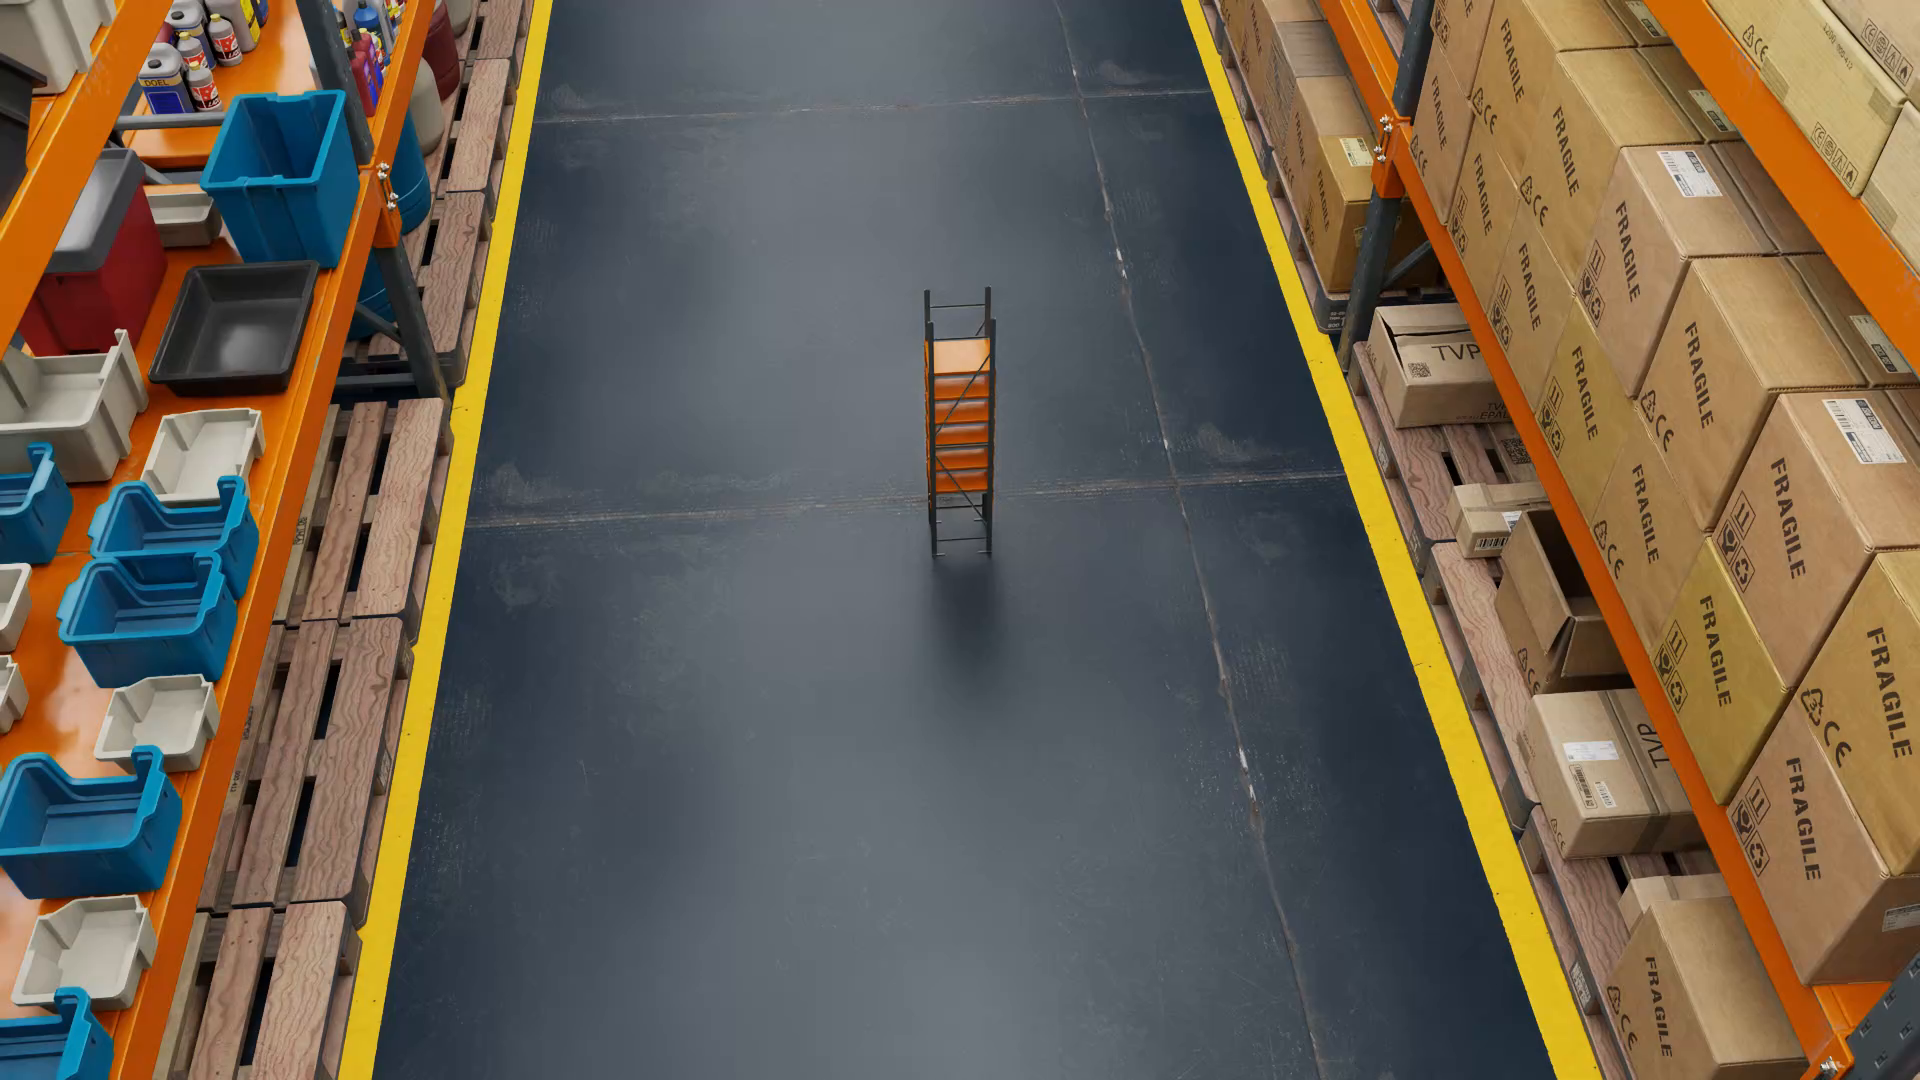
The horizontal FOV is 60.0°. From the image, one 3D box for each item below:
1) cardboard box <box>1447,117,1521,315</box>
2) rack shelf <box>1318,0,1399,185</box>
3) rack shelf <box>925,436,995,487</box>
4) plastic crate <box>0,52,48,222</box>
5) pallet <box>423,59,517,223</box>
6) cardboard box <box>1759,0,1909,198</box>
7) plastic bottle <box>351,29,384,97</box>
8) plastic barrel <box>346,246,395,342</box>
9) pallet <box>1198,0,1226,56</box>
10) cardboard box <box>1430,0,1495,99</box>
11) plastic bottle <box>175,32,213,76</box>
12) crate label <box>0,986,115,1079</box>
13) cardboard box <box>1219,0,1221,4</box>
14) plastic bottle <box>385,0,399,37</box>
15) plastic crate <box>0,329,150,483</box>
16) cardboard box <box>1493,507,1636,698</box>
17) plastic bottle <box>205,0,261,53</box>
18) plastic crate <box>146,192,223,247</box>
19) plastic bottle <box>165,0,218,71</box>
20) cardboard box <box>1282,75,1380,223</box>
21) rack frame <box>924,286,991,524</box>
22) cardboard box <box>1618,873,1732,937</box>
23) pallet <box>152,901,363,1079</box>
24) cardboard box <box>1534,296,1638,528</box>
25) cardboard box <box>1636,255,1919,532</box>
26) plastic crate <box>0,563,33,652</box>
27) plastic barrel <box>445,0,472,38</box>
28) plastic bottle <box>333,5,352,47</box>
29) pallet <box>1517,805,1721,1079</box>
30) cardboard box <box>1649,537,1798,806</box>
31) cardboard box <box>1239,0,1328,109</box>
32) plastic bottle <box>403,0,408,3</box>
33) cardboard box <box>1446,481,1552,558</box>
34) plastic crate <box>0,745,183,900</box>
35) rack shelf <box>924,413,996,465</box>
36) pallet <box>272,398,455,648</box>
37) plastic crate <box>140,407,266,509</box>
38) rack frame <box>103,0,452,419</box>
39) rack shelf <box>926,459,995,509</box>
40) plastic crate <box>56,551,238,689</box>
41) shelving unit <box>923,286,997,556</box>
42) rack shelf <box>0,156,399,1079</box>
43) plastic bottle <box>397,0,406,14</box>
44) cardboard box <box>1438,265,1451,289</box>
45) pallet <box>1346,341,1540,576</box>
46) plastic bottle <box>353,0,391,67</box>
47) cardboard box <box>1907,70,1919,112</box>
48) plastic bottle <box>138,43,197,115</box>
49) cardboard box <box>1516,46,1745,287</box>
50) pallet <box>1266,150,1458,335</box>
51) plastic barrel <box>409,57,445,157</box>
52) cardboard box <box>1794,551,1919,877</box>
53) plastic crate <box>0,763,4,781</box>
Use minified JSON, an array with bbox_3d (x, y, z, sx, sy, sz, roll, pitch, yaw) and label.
[{"bbox_3d":[2.026,-1.129,5.684,0.500,0.500,0.500,-3,47,-3],"label":"cardboard box"},{"bbox_3d":[2.041,-3.050,8.068,1.077,0.370,4.000,-3,47,-3],"label":"rack shelf"},{"bbox_3d":[-0.001,-0.310,6.444,0.258,0.103,0.180,-3,47,-3],"label":"rack shelf"},{"bbox_3d":[-2.247,-0.790,3.409,0.504,0.338,0.767,-3,47,-3],"label":"plastic crate"},{"bbox_3d":[-2.856,-2.038,8.535,1.003,0.211,1.213,-3,47,-3],"label":"pallet"},{"bbox_3d":[2.152,-1.015,3.683,0.500,0.250,0.500,-3,47,-3],"label":"cardboard box"},{"bbox_3d":[-2.344,-1.899,6.563,0.061,0.283,0.133,-3,47,-3],"label":"plastic bottle"},{"bbox_3d":[-2.756,-1.369,7.137,0.600,0.901,0.708,-3,47,-3],"label":"plastic barrel"},{"bbox_3d":[1.899,-3.243,9.676,1.003,0.211,1.213,-3,47,-3],"label":"pallet"},{"bbox_3d":[1.968,-1.870,5.698,0.500,0.500,0.500,-2,47,-2],"label":"cardboard box"},{"bbox_3d":[-3.070,-1.931,6.650,0.097,0.201,0.097,0,47,0],"label":"plastic bottle"},{"bbox_3d":[-2.085,1.181,3.640,0.416,0.233,0.303,-3,47,-3],"label":"crate label"},{"bbox_3d":[1.677,-3.311,9.238,0.500,0.500,0.500,-5,47,-5],"label":"cardboard box"},{"bbox_3d":[-2.400,-2.216,6.871,0.097,0.271,0.097,0,47,0],"label":"plastic bottle"},{"bbox_3d":[-2.783,-0.416,5.118,0.437,0.282,0.530,-3,47,-3],"label":"plastic crate"},{"bbox_3d":[2.371,0.216,5.896,0.797,0.503,0.637,-3,47,-3],"label":"cardboard box"},{"bbox_3d":[-2.987,-2.189,6.791,0.144,0.351,0.185,-3,47,-3],"label":"plastic bottle"},{"bbox_3d":[-2.831,-1.136,5.901,0.396,0.136,0.243,-3,47,-3],"label":"plastic crate"},{"bbox_3d":[-3.113,-2.039,6.701,0.152,0.276,0.135,-3,47,-3],"label":"plastic bottle"},{"bbox_3d":[1.849,-1.840,7.845,0.500,0.500,0.500,-3,47,-3],"label":"cardboard box"},{"bbox_3d":[-0.009,-0.489,6.387,0.240,1.200,0.006,-3,47,-3],"label":"rack frame"},{"bbox_3d":[2.308,1.190,5.205,0.380,0.166,0.250,-3,47,-3],"label":"cardboard box"},{"bbox_3d":[-2.423,1.702,4.993,1.003,0.211,1.213,-3,47,-3],"label":"pallet"},{"bbox_3d":[2.110,-0.399,4.993,0.500,0.500,0.500,-4,47,-4],"label":"cardboard box"},{"bbox_3d":[2.141,-0.380,4.286,0.500,0.500,0.500,-2,47,-2],"label":"cardboard box"},{"bbox_3d":[-2.742,0.210,4.626,0.298,0.136,0.250,-3,47,-3],"label":"plastic crate"},{"bbox_3d":[-2.868,-2.979,8.929,0.421,0.512,0.421,0,47,0],"label":"plastic barrel"},{"bbox_3d":[-2.540,-2.085,6.796,0.097,0.201,0.097,0,47,0],"label":"plastic bottle"},{"bbox_3d":[2.470,1.371,5.306,1.003,0.211,1.213,-3,47,-3],"label":"pallet"},{"bbox_3d":[2.188,0.327,4.306,0.500,0.500,0.500,-3,47,-3],"label":"cardboard box"},{"bbox_3d":[1.763,-2.570,8.537,0.500,0.500,0.500,-5,47,-5],"label":"cardboard box"},{"bbox_3d":[-2.407,-2.445,7.080,0.061,0.283,0.133,-3,47,-3],"label":"plastic bottle"},{"bbox_3d":[2.111,-0.085,6.413,0.380,0.166,0.250,-3,47,-3],"label":"cardboard box"},{"bbox_3d":[-2.140,0.704,4.091,0.416,0.233,0.300,-3,47,-3],"label":"plastic crate"},{"bbox_3d":[-0.001,-0.393,6.357,0.258,0.103,0.180,-3,47,-3],"label":"rack shelf"},{"bbox_3d":[-2.627,-0.063,6.665,1.003,0.211,1.213,-3,47,-3],"label":"pallet"},{"bbox_3d":[-2.282,-0.240,5.052,0.293,0.136,0.466,-3,47,-3],"label":"plastic crate"},{"bbox_3d":[-2.727,-1.552,6.154,1.000,3.000,0.127,-3,47,-3],"label":"rack frame"},{"bbox_3d":[-0.001,-0.227,6.531,0.258,0.103,0.180,-3,47,-3],"label":"rack shelf"},{"bbox_3d":[-2.195,0.228,4.542,0.416,0.233,0.300,-3,47,-3],"label":"plastic crate"},{"bbox_3d":[-0.001,-0.423,6.324,0.258,1.200,0.189,-3,47,-3],"label":"shelving unit"},{"bbox_3d":[-2.560,0.143,5.044,1.077,0.370,4.000,-3,47,-3],"label":"rack shelf"},{"bbox_3d":[-2.416,-2.333,7.030,0.097,0.201,0.097,0,47,0],"label":"plastic bottle"},{"bbox_3d":[2.411,-1.507,7.530,0.500,0.500,0.500,-5,47,-5],"label":"cardboard box"},{"bbox_3d":[2.265,-0.394,6.978,1.003,0.211,1.213,-3,47,-3],"label":"pallet"},{"bbox_3d":[-2.380,-2.048,6.712,0.097,0.271,0.097,0,47,0],"label":"plastic bottle"},{"bbox_3d":[2.204,-0.826,3.159,0.500,0.250,0.500,-3,47,-3],"label":"cardboard box"},{"bbox_3d":[-3.083,-1.775,6.450,0.152,0.276,0.135,-3,47,-3],"label":"plastic bottle"},{"bbox_3d":[2.054,-1.125,4.992,0.500,0.500,0.500,-5,47,-4],"label":"cardboard box"},{"bbox_3d":[2.103,-1.477,8.004,1.003,0.211,1.213,-3,47,-3],"label":"pallet"},{"bbox_3d":[-2.774,-2.162,8.156,0.421,0.512,0.421,0,47,0],"label":"plastic barrel"},{"bbox_3d":[2.232,0.360,3.585,0.500,0.500,0.500,-4,47,-4],"label":"cardboard box"},{"bbox_3d":[-2.651,0.623,4.235,0.396,0.136,0.243,-3,47,-3],"label":"plastic crate"}]
